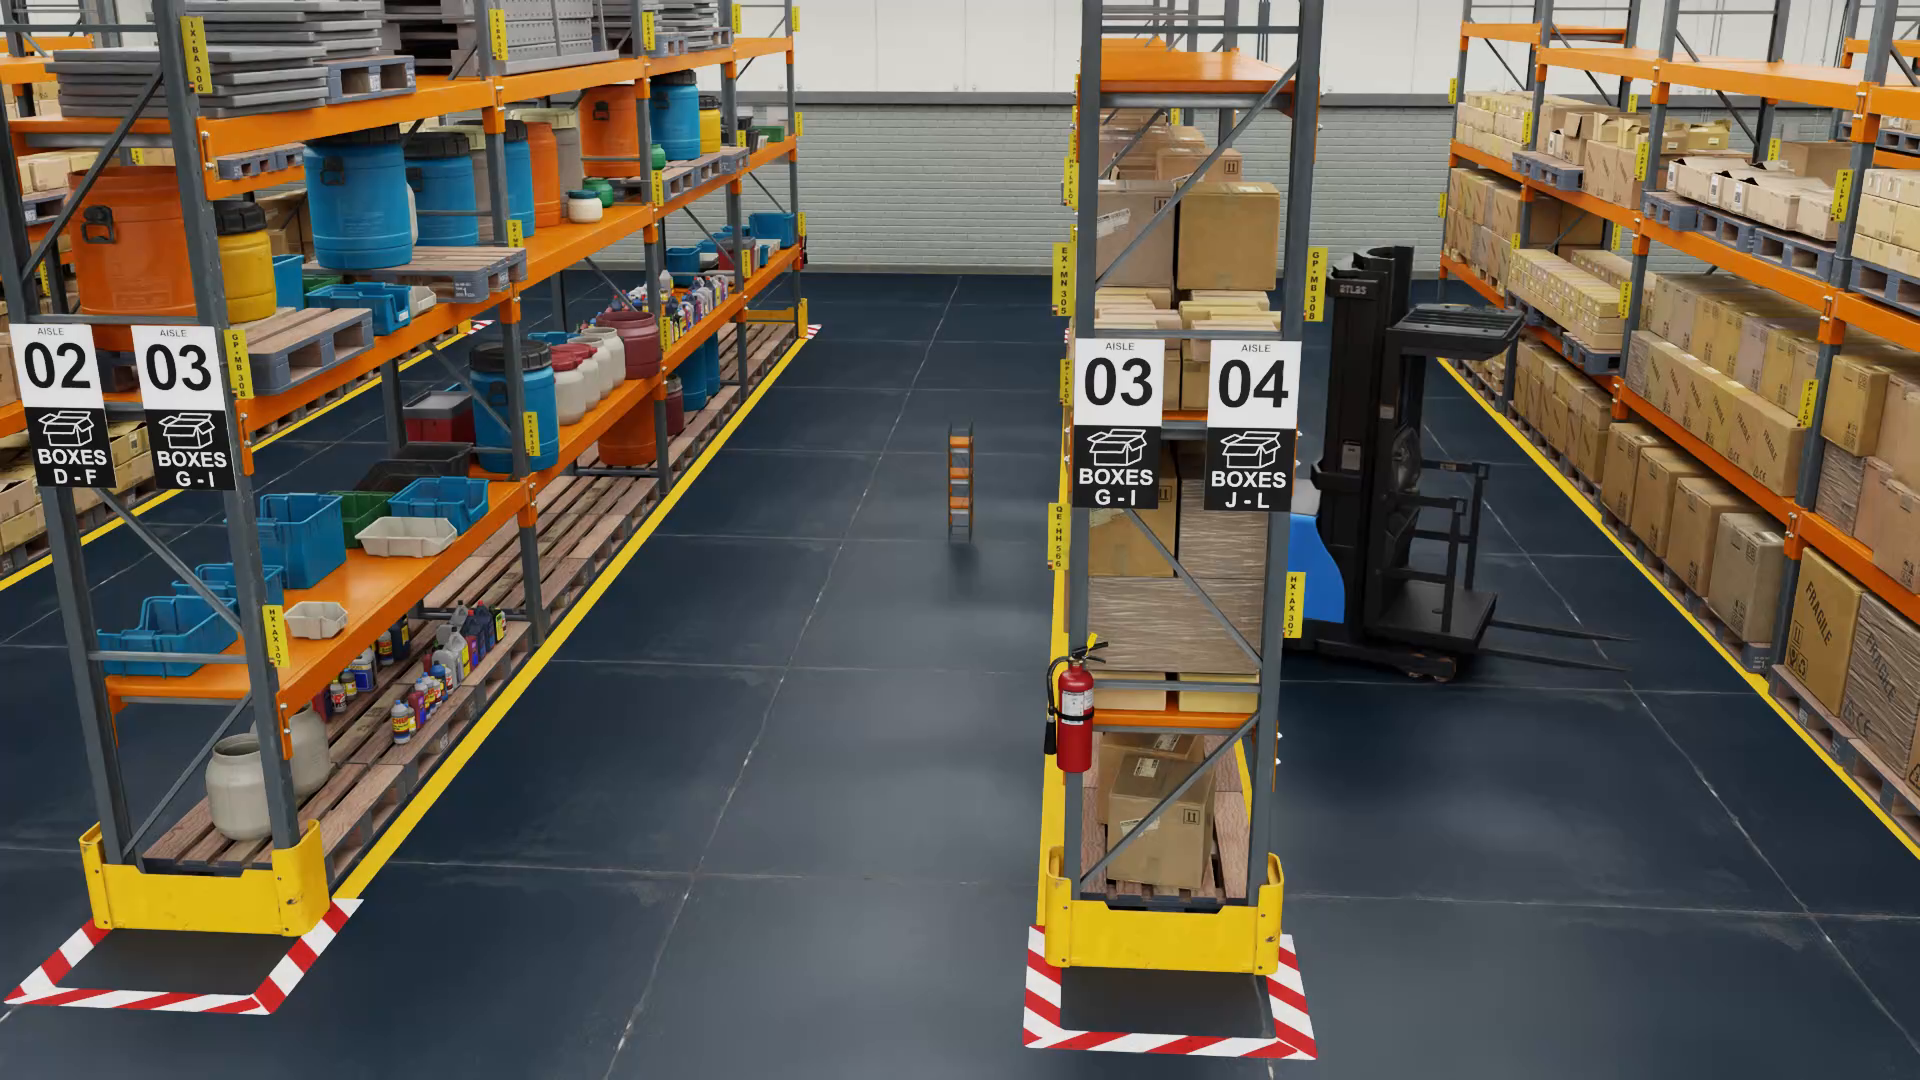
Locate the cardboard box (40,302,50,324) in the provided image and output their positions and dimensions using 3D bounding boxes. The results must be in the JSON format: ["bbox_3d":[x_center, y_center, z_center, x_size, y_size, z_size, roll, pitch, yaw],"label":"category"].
[{"bbox_3d":[-12.712,-2.912,22.332,0.700,0.500,0.500,2,18,5],"label":"cardboard box"}]

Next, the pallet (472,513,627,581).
[{"bbox_3d":[-3.536,0.052,14.427,1.003,0.211,1.213,1,18,4],"label":"pallet"}]

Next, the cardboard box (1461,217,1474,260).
[{"bbox_3d":[6.734,-3.860,21.248,0.500,0.500,0.500,2,18,5],"label":"cardboard box"}]

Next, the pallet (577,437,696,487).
[{"bbox_3d":[-3.336,-0.812,17.062,1.003,0.211,1.213,1,18,4],"label":"pallet"}]

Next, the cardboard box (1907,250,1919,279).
[{"bbox_3d":[5.823,-1.608,9.765,0.380,0.149,0.250,1,18,3],"label":"cardboard box"}]

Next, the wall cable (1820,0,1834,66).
[{"bbox_3d":[12.924,-8.650,26.870,2.355,3.000,0.029,1,18,4],"label":"wall cable"}]

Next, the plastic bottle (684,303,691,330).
[{"bbox_3d":[-2.880,-2.351,17.488,0.097,0.271,0.097,0,18,0],"label":"plastic bottle"}]

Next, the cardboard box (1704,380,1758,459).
[{"bbox_3d":[6.085,-0.926,12.770,0.500,0.500,0.500,1,18,4],"label":"cardboard box"}]

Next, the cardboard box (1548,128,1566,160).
[{"bbox_3d":[6.543,-4.195,17.559,0.500,0.311,0.500,1,18,3],"label":"cardboard box"}]

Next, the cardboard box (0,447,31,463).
[{"bbox_3d":[-8.690,-0.685,15.036,0.500,0.311,0.500,1,18,2],"label":"cardboard box"}]

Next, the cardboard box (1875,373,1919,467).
[{"bbox_3d":[6.258,-0.693,10.247,0.875,0.550,0.550,1,18,4],"label":"cardboard box"}]

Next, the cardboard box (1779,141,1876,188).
[{"bbox_3d":[6.683,-2.812,12.876,0.500,0.500,0.500,1,18,4],"label":"cardboard box"}]

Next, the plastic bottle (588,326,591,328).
[{"bbox_3d":[-3.705,-2.039,16.648,0.097,0.201,0.097,0,18,0],"label":"plastic bottle"}]

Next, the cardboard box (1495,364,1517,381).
[{"bbox_3d":[6.521,-1.972,19.550,0.380,0.149,0.250,2,18,5],"label":"cardboard box"}]

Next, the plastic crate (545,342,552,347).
[{"bbox_3d":[-3.772,-1.427,14.357,0.402,0.464,0.583,1,18,4],"label":"plastic crate"}]

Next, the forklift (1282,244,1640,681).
[{"bbox_3d":[3.408,-0.574,11.967,3.031,2.935,1.130,8,20,24],"label":"forklift"}]

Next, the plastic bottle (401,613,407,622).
[{"bbox_3d":[-3.988,0.625,11.853,0.061,0.283,0.133,1,18,4],"label":"plastic bottle"}]

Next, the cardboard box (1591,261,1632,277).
[{"bbox_3d":[6.924,-2.870,17.637,0.380,0.149,0.250,1,18,4],"label":"cardboard box"}]

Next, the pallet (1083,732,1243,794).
[{"bbox_3d":[1.204,1.376,10.384,1.003,0.211,1.213,1,18,4],"label":"pallet"}]

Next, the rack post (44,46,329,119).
[{"bbox_3d":[-3.744,-2.252,8.146,0.937,0.300,0.954,3,18,10],"label":"rack post"}]

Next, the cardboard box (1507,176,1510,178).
[{"bbox_3d":[7.281,-4.482,21.541,0.500,0.500,0.500,1,18,2],"label":"cardboard box"}]

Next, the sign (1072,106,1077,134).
[{"bbox_3d":[1.322,-4.744,18.808,0.100,0.325,0.005,1,18,4],"label":"sign"}]

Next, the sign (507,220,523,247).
[{"bbox_3d":[-3.090,-2.063,11.570,0.100,0.325,0.005,1,18,4],"label":"sign"}]

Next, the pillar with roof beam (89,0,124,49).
[{"bbox_3d":[-9.035,-8.210,25.526,9.100,9.000,0.400,1,18,4],"label":"pillar with roof beam"}]

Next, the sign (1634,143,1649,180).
[{"bbox_3d":[5.988,-3.322,14.598,0.100,0.325,0.005,1,18,4],"label":"sign"}]

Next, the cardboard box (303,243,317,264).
[{"bbox_3d":[-7.697,-3.445,20.459,0.500,0.500,0.500,2,18,5],"label":"cardboard box"}]

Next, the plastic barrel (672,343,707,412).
[{"bbox_3d":[-3.171,-1.947,18.745,0.600,0.901,0.708,1,18,4],"label":"plastic barrel"}]

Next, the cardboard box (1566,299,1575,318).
[{"bbox_3d":[6.162,-2.266,16.273,0.380,0.149,0.250,1,18,4],"label":"cardboard box"}]

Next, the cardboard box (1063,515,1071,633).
[{"bbox_3d":[0.998,0.187,8.897,0.875,0.500,0.500,1,18,4],"label":"cardboard box"}]

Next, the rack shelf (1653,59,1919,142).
[{"bbox_3d":[6.385,-3.336,12.451,1.077,0.370,4.000,1,18,4],"label":"rack shelf"}]

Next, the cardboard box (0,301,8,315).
[{"bbox_3d":[-12.584,-3.007,21.581,0.380,0.149,0.250,2,18,6],"label":"cardboard box"}]

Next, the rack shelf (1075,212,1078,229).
[{"bbox_3d":[1.732,-3.485,17.081,1.077,0.370,4.000,1,18,4],"label":"rack shelf"}]

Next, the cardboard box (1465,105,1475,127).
[{"bbox_3d":[6.775,-5.422,21.274,0.500,0.250,0.500,1,18,3],"label":"cardboard box"}]

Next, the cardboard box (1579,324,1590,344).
[{"bbox_3d":[6.125,-1.959,15.814,0.380,0.149,0.250,1,18,4],"label":"cardboard box"}]

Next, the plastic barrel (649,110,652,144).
[{"bbox_3d":[-3.375,-4.135,17.015,0.433,0.535,0.433,0,18,0],"label":"plastic barrel"}]

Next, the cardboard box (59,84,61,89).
[{"bbox_3d":[-12.440,-6.321,22.781,0.500,0.500,0.500,1,18,4],"label":"cardboard box"}]

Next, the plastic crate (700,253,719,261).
[{"bbox_3d":[-3.240,-3.584,21.372,0.293,0.136,0.466,1,18,4],"label":"plastic crate"}]

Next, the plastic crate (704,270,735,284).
[{"bbox_3d":[-2.889,-3.178,20.132,0.396,0.136,0.243,1,18,4],"label":"plastic crate"}]

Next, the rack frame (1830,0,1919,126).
[{"bbox_3d":[12.047,-6.895,21.514,1.000,3.000,0.127,1,18,4],"label":"rack frame"}]

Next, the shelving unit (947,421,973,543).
[{"bbox_3d":[0.004,-0.516,14.810,0.215,1.050,0.252,1,18,4],"label":"shelving unit"}]

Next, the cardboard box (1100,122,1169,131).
[{"bbox_3d":[1.561,-3.646,15.575,0.797,0.503,0.637,2,18,7],"label":"cardboard box"}]

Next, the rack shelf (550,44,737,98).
[{"bbox_3d":[-3.208,-4.831,17.013,1.077,0.370,4.000,1,18,4],"label":"rack shelf"}]

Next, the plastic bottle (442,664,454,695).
[{"bbox_3d":[-3.431,0.926,11.068,0.097,0.201,0.097,0,18,0],"label":"plastic bottle"}]

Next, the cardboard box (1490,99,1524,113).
[{"bbox_3d":[6.630,-5.247,20.098,0.380,0.149,0.250,1,18,3],"label":"cardboard box"}]

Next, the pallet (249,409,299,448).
[{"bbox_3d":[-8.110,-1.287,18.511,1.003,0.211,1.213,1,18,4],"label":"pallet"}]

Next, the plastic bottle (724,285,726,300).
[{"bbox_3d":[-2.752,-2.873,19.192,0.097,0.201,0.097,0,18,0],"label":"plastic bottle"}]

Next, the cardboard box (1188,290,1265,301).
[{"bbox_3d":[1.388,-1.238,8.667,0.380,0.149,0.250,1,18,4],"label":"cardboard box"}]

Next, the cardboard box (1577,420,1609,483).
[{"bbox_3d":[6.315,-0.860,16.072,0.500,0.500,0.500,1,18,4],"label":"cardboard box"}]

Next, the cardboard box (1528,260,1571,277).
[{"bbox_3d":[6.273,-2.888,17.693,0.380,0.149,0.250,1,18,3],"label":"cardboard box"}]

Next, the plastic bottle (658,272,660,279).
[{"bbox_3d":[-3.516,-2.974,19.369,0.061,0.283,0.133,1,18,4],"label":"plastic bottle"}]

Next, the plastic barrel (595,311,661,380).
[{"bbox_3d":[-3.083,-1.805,15.396,0.600,0.536,0.708,1,18,4],"label":"plastic barrel"}]

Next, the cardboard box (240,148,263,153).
[{"bbox_3d":[-8.140,-4.602,18.339,0.600,0.600,0.600,1,18,3],"label":"cardboard box"}]

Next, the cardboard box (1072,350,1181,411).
[{"bbox_3d":[0.796,-0.806,7.988,0.500,0.250,0.500,2,18,5],"label":"cardboard box"}]

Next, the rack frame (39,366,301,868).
[{"bbox_3d":[-3.925,0.593,8.295,1.000,3.000,0.127,1,18,4],"label":"rack frame"}]

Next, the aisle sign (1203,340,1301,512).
[{"bbox_3d":[1.310,-0.505,7.473,0.394,0.787,0.004,1,18,4],"label":"aisle sign"}]
